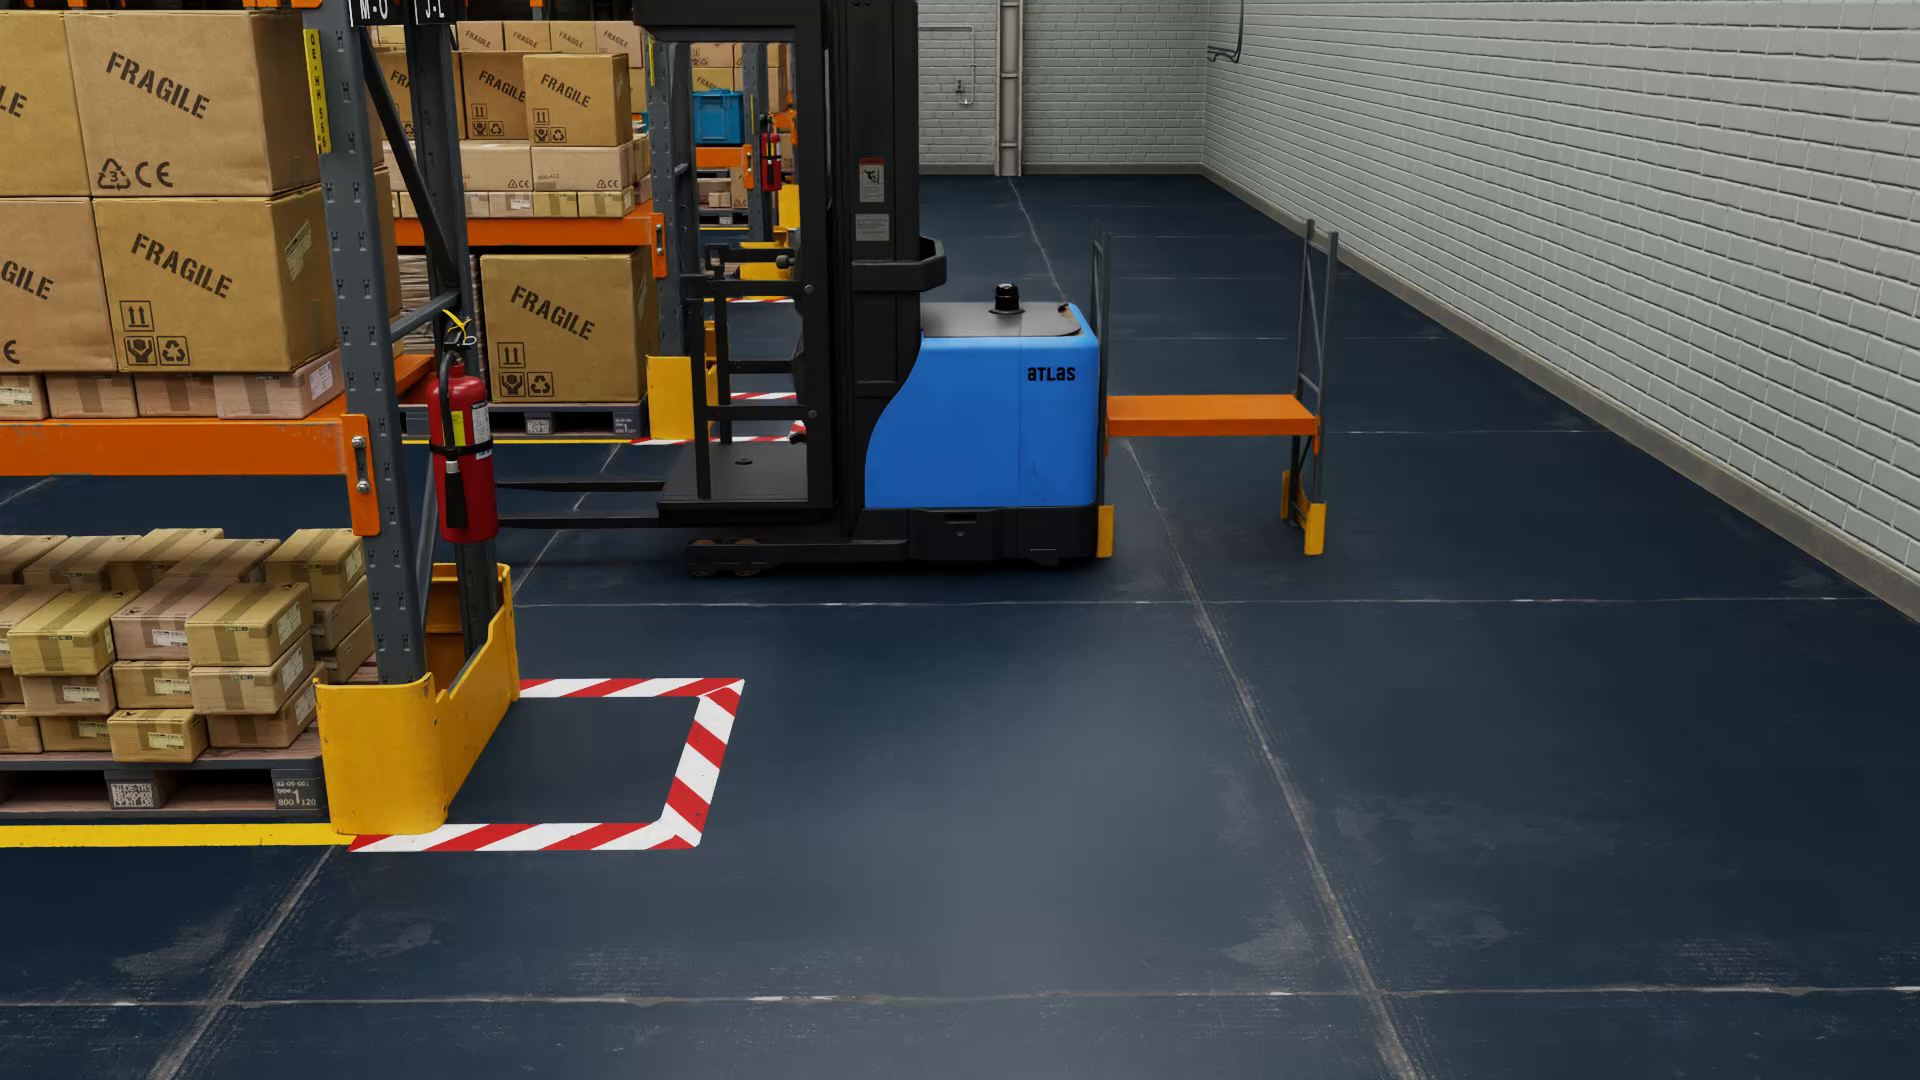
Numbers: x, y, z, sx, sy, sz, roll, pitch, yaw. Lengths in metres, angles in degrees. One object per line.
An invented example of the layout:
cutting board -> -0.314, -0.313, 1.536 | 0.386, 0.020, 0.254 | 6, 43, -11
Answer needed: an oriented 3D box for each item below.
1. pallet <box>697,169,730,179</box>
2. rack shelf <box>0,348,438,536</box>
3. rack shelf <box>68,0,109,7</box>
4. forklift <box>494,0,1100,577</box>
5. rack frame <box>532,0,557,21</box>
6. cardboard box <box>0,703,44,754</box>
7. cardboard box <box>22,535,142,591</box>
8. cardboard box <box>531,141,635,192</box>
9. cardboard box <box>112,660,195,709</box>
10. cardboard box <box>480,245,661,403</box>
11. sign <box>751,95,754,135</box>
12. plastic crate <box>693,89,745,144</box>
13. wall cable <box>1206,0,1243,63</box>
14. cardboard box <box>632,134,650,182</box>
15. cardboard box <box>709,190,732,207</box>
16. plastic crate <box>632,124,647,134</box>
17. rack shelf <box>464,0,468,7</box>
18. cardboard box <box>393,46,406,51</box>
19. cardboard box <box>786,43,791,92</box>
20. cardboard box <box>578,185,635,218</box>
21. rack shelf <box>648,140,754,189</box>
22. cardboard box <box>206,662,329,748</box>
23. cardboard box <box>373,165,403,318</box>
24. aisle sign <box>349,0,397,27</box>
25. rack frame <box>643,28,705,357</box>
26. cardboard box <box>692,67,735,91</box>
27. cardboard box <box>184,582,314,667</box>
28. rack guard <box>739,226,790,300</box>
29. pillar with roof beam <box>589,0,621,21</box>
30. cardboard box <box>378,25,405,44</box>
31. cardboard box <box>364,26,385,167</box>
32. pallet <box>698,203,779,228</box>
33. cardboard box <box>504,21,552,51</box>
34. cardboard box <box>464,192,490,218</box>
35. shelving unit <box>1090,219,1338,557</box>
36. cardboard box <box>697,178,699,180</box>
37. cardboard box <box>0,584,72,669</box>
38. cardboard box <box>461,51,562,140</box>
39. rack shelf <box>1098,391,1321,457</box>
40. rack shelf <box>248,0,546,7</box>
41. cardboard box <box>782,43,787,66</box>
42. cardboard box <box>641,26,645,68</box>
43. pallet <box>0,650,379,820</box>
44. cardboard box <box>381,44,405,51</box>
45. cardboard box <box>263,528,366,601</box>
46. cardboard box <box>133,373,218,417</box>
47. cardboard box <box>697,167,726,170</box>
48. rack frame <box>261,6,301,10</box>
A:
pallet -> -3.964, -5.381, 24.477 | 1.213, 0.211, 1.003 | 0, 18, -1
rack shelf -> -3.737, -0.336, 5.361 | 4.000, 0.370, 1.077 | 0, 18, -1
rack shelf -> -11.866, -6.266, 18.938 | 4.000, 0.370, 1.077 | 0, 18, -1
forklift -> -0.897, -1.393, 7.593 | 3.031, 2.935, 1.130 | -1, 18, -2
rack frame -> -5.949, -6.722, 24.092 | 0.127, 3.000, 1.000 | 0, 18, -1
cardboard box -> -3.028, 0.548, 5.407 | 0.250, 0.149, 0.380 | 0, 18, 0
cardboard box -> -3.041, 0.112, 5.794 | 0.250, 0.149, 0.380 | -1, 18, -4
cardboard box -> -2.195, -2.190, 9.722 | 0.500, 0.250, 0.500 | -1, 18, -2
cardboard box -> -2.523, 0.403, 5.374 | 0.250, 0.149, 0.380 | -1, 18, -2
cardboard box -> -2.353, -1.364, 10.179 | 0.875, 0.875, 0.875 | 0, 18, -1
sign -> -1.768, -3.626, 14.172 | 0.005, 0.325, 0.100 | 0, 18, -1
plastic crate -> -2.125, -3.703, 14.523 | 0.499, 0.435, 0.616 | 0, 18, -1
wall cable -> 3.712, -8.038, 23.455 | 0.112, 2.526, 3.097 | 0, 18, -1
cardboard box -> -2.199, -2.353, 10.232 | 0.500, 0.250, 0.500 | -1, 18, -2
cardboard box -> -2.813, -4.037, 19.639 | 0.250, 0.166, 0.380 | 0, 18, -1
plastic crate -> -2.895, -3.563, 14.576 | 0.243, 0.136, 0.396 | 0, 18, -1
rack shelf -> -3.867, -6.305, 19.058 | 4.000, 0.370, 1.077 | 0, 18, -1
cardboard box -> -6.344, -5.523, 19.503 | 0.500, 0.500, 0.700 | -6, 19, -19
cardboard box -> -2.459, -6.879, 24.090 | 0.700, 0.700, 0.980 | 1, 18, 2
cardboard box -> -2.065, -1.981, 9.724 | 0.250, 0.149, 0.380 | 0, 18, 0
rack shelf -> -3.793, -3.364, 14.800 | 4.000, 0.370, 1.077 | 0, 18, -1
cardboard box -> -2.260, 0.536, 5.446 | 0.250, 0.149, 0.380 | 0, 18, 0
cardboard box -> -2.191, -0.959, 5.476 | 0.500, 0.500, 0.500 | 1, 18, 2
aisle sign -> -1.660, -1.834, 4.599 | 0.004, 0.787, 0.394 | 0, 18, -1
rack frame -> -1.715, -2.203, 10.005 | 0.127, 3.000, 1.000 | 0, 18, -1
cardboard box -> -2.829, -5.187, 19.144 | 0.500, 0.500, 0.500 | 0, 18, 0
cardboard box -> -2.263, 0.266, 5.312 | 0.250, 0.149, 0.380 | 0, 18, 0
rack guard -> -1.769, -2.530, 15.115 | 0.348, 0.500, 1.175 | 0, 18, -1
pillar with roof beam -> -5.194, -8.532, 19.911 | 0.400, 9.000, 9.100 | 0, 18, -1
cardboard box -> -7.943, -7.193, 23.649 | 0.500, 0.250, 0.500 | -1, 18, -2
cardboard box -> -2.190, -1.432, 5.313 | 0.500, 0.500, 0.500 | 0, 18, -1
pallet -> -2.740, -3.896, 19.848 | 1.213, 0.211, 1.003 | 0, 18, -1
cardboard box -> -4.875, -5.652, 18.956 | 0.500, 0.500, 0.500 | -1, 18, -3
cardboard box -> -2.827, -1.978, 9.713 | 0.250, 0.149, 0.380 | 0, 18, 0
shelving unit -> 1.165, -0.728, 7.861 | 1.083, 1.500, 0.587 | -1, 18, -2
cardboard box -> -3.415, -4.208, 20.036 | 0.500, 0.250, 0.500 | 0, 18, -1
cardboard box -> -3.032, 0.272, 5.295 | 0.250, 0.149, 0.380 | -1, 18, -3
cardboard box -> -2.699, -2.708, 10.110 | 0.500, 0.500, 0.500 | -1, 18, -2
rack shelf -> 1.156, -0.556, 7.915 | 1.000, 0.185, 0.538 | -1, 18, -2
rack shelf -> -7.948, -7.798, 23.714 | 4.000, 0.370, 1.077 | 0, 18, -1
cardboard box -> -2.315, -5.831, 19.513 | 0.500, 0.500, 0.500 | 0, 18, 1
cardboard box -> -3.331, -5.660, 18.979 | 0.500, 0.500, 0.500 | 0, 18, 1
pallet -> -2.626, 0.634, 5.727 | 1.213, 0.211, 1.003 | 0, 18, -1
cardboard box -> -7.918, -6.833, 23.753 | 0.500, 0.500, 0.500 | 0, 18, 1
cardboard box -> -2.267, 0.085, 5.877 | 0.250, 0.149, 0.380 | -1, 18, -3
cardboard box -> -2.308, -0.490, 5.077 | 0.250, 0.149, 0.380 | 0, 18, -1
cardboard box -> -3.651, -5.712, 24.349 | 0.500, 0.500, 0.700 | -1, 18, -3
rack frame -> -5.792, -3.697, 14.660 | 0.127, 3.000, 1.000 | 0, 18, -1
